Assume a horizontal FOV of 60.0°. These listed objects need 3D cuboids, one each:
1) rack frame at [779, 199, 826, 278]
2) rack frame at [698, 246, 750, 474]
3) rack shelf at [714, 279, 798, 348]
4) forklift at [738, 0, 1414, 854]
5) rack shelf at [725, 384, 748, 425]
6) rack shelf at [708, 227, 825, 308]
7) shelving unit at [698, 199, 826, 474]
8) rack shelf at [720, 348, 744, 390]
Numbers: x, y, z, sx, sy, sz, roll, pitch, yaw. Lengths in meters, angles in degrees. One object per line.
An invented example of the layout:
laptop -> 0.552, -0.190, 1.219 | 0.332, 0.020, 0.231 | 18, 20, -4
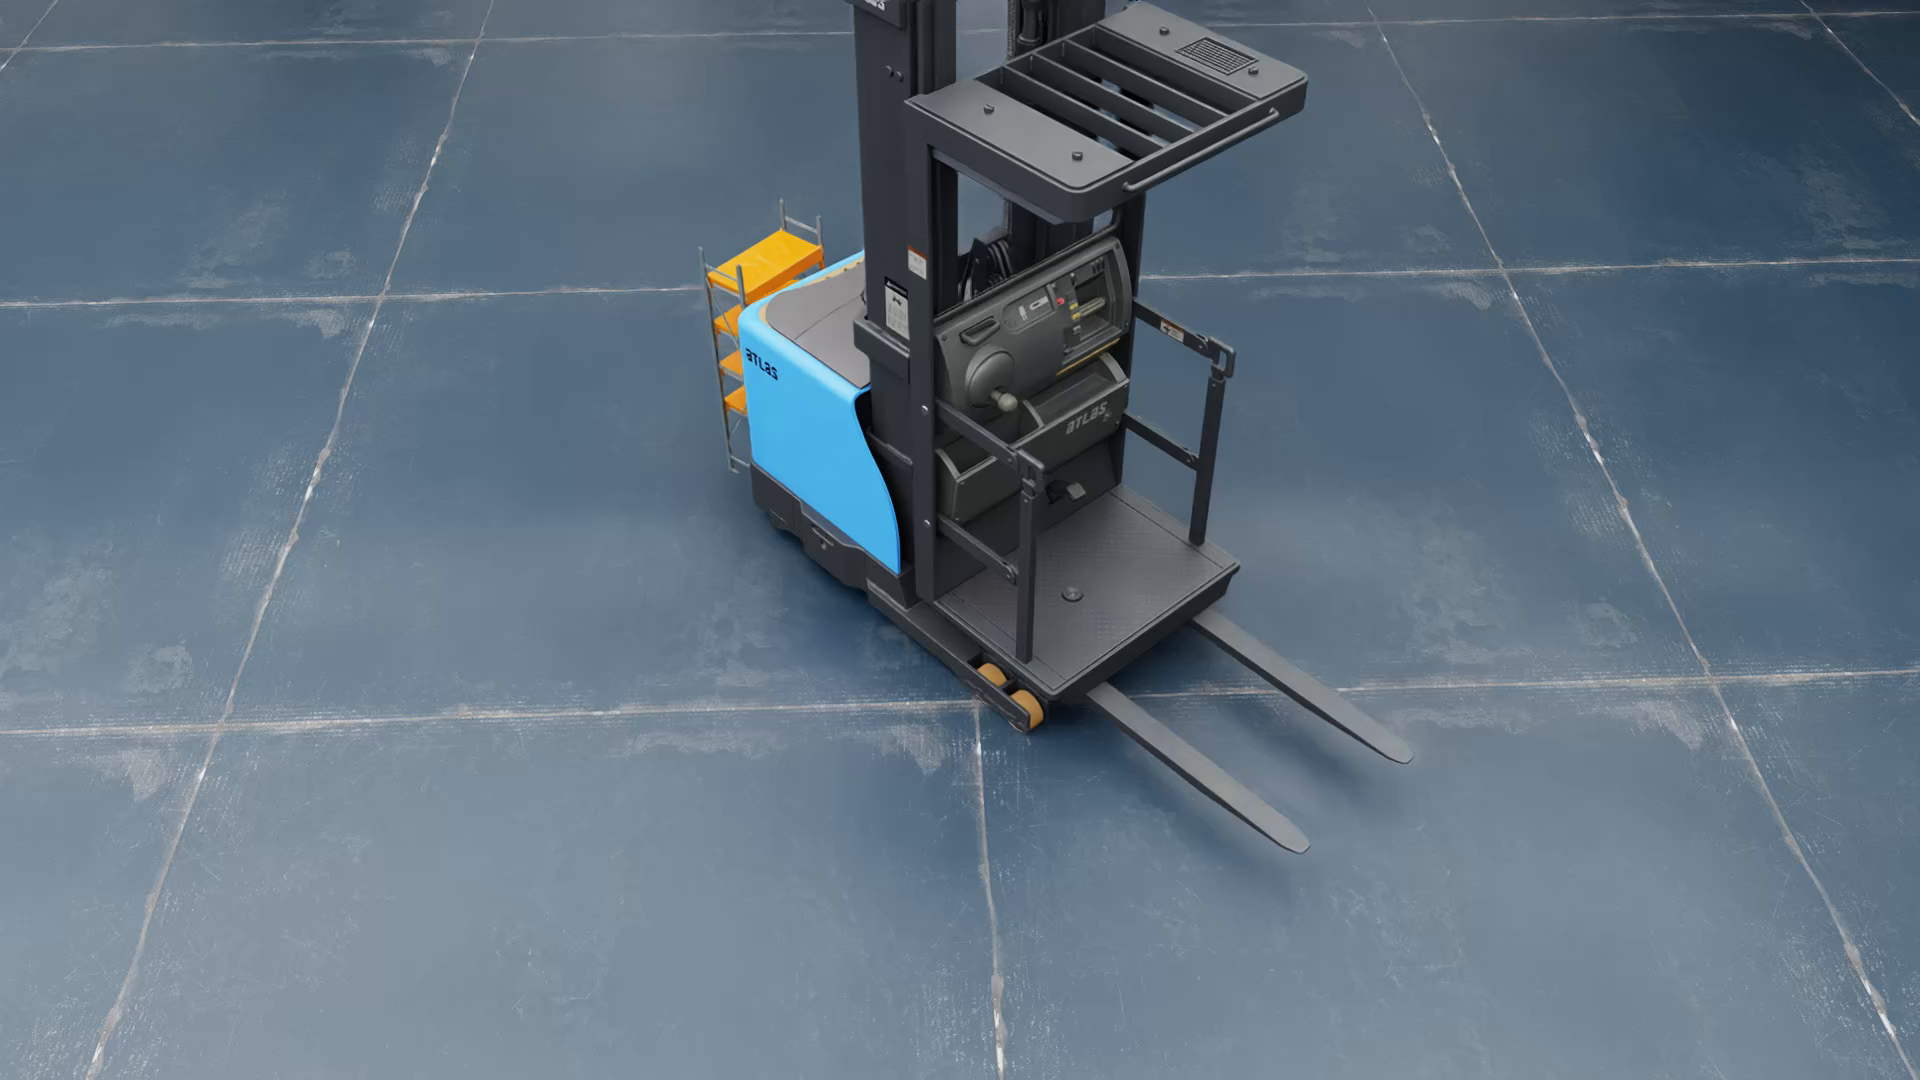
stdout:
rack frame -> -0.682, -0.986, 7.584 | 0.240, 1.200, 0.015 | 28, 49, 28
rack frame -> -0.989, -0.730, 7.304 | 0.240, 1.200, 0.015 | 28, 49, 28
rack shelf -> -0.838, -0.975, 7.340 | 0.258, 0.148, 0.480 | 28, 49, 28
forklift -> 0.430, -0.716, 6.012 | 1.130, 2.935, 3.031 | -32, 51, -30
rack shelf -> -0.832, -0.660, 7.622 | 0.258, 0.148, 0.480 | 28, 49, 28
rack shelf -> -0.841, -1.151, 7.182 | 0.258, 0.148, 0.480 | 28, 49, 28
shelving unit -> -0.836, -0.858, 7.444 | 0.258, 1.200, 0.503 | 28, 49, 28
rack shelf -> -0.835, -0.808, 7.489 | 0.258, 0.148, 0.480 | 28, 49, 28
